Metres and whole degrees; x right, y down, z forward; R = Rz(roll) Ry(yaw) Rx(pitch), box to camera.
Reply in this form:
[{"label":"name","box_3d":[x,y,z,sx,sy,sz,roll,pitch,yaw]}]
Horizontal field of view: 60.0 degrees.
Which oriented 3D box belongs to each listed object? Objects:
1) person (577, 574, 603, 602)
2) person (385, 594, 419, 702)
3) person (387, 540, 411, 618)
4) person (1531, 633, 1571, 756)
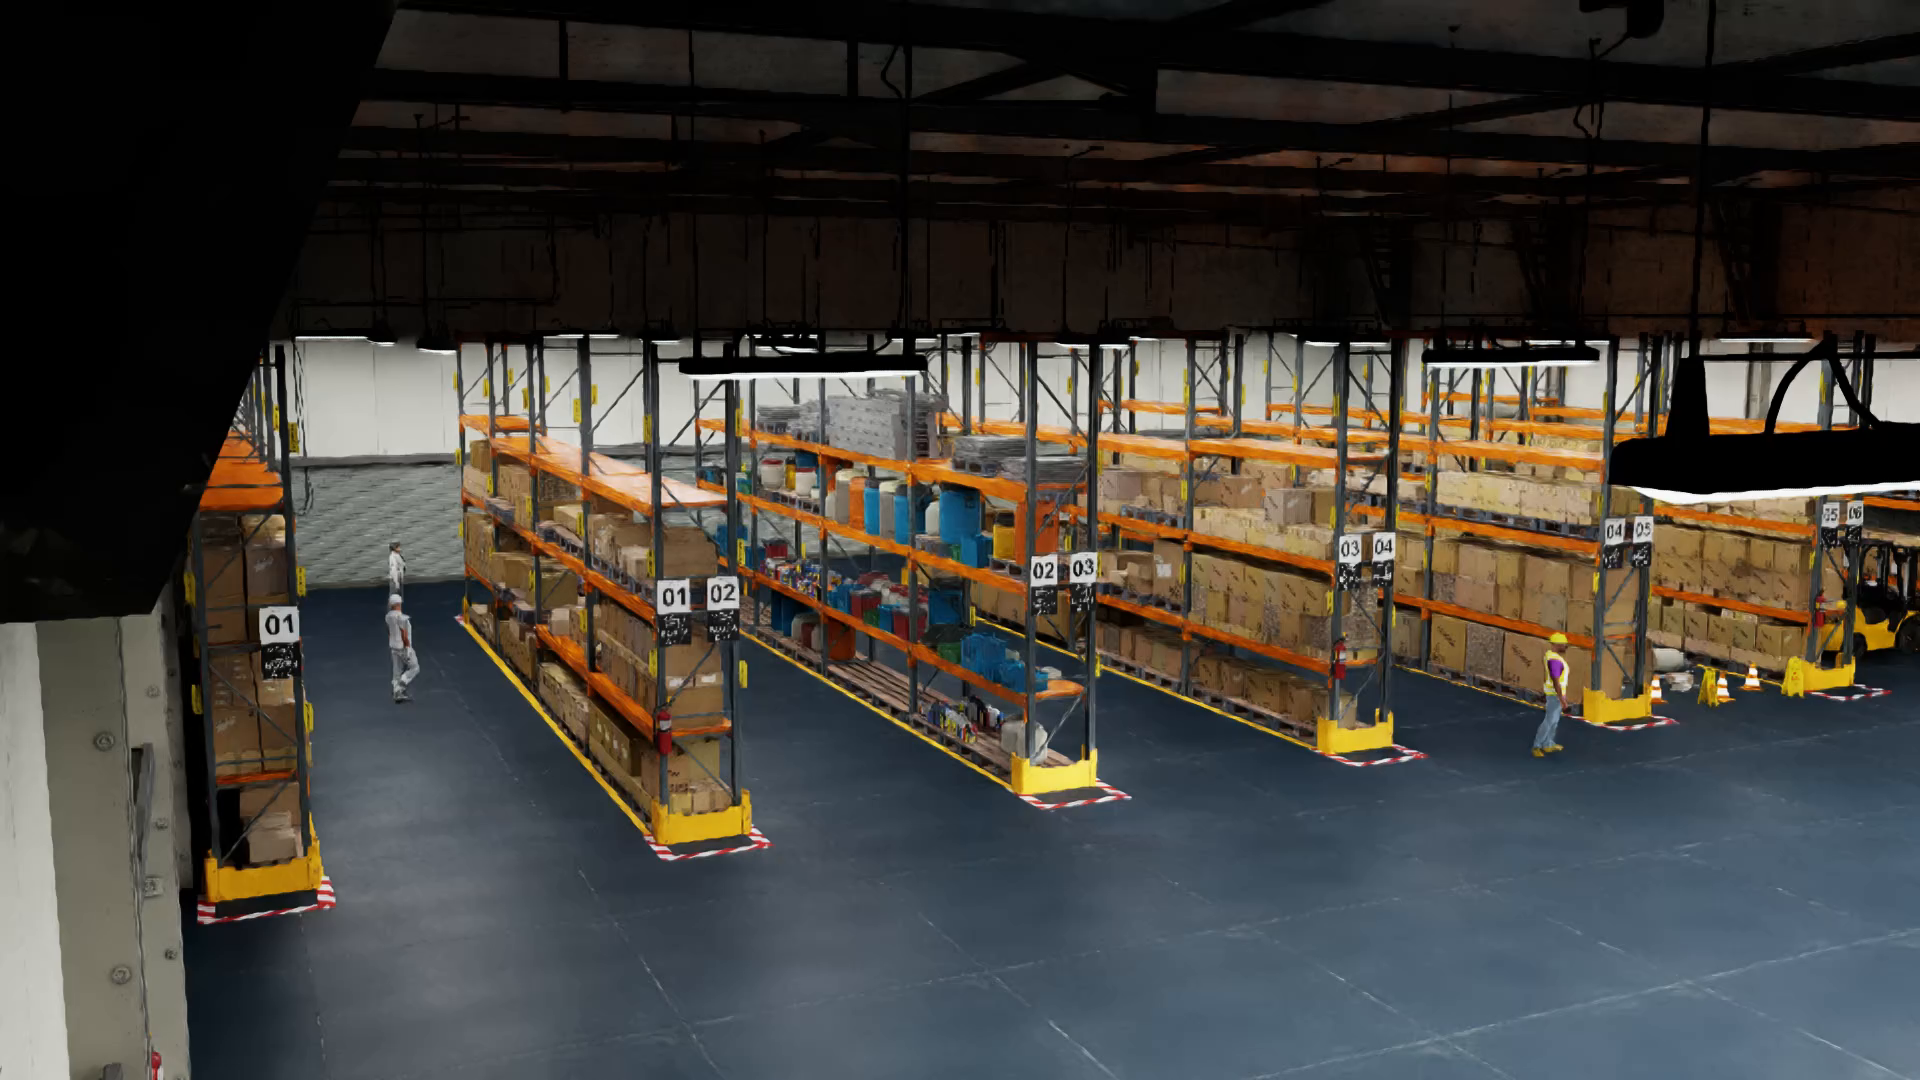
[{"label":"person","box_3d":[-7.258,1.160,32.605,0.493,1.571,1.000,-4,9,-26]},{"label":"person","box_3d":[-9.196,1.778,27.284,0.598,1.779,0.444,6,10,39]},{"label":"person","box_3d":[-11.728,0.836,34.587,0.412,1.680,0.559,0,8,-3]},{"label":"person","box_3d":[8.546,2.231,24.039,0.480,1.765,0.727,3,8,19]}]
